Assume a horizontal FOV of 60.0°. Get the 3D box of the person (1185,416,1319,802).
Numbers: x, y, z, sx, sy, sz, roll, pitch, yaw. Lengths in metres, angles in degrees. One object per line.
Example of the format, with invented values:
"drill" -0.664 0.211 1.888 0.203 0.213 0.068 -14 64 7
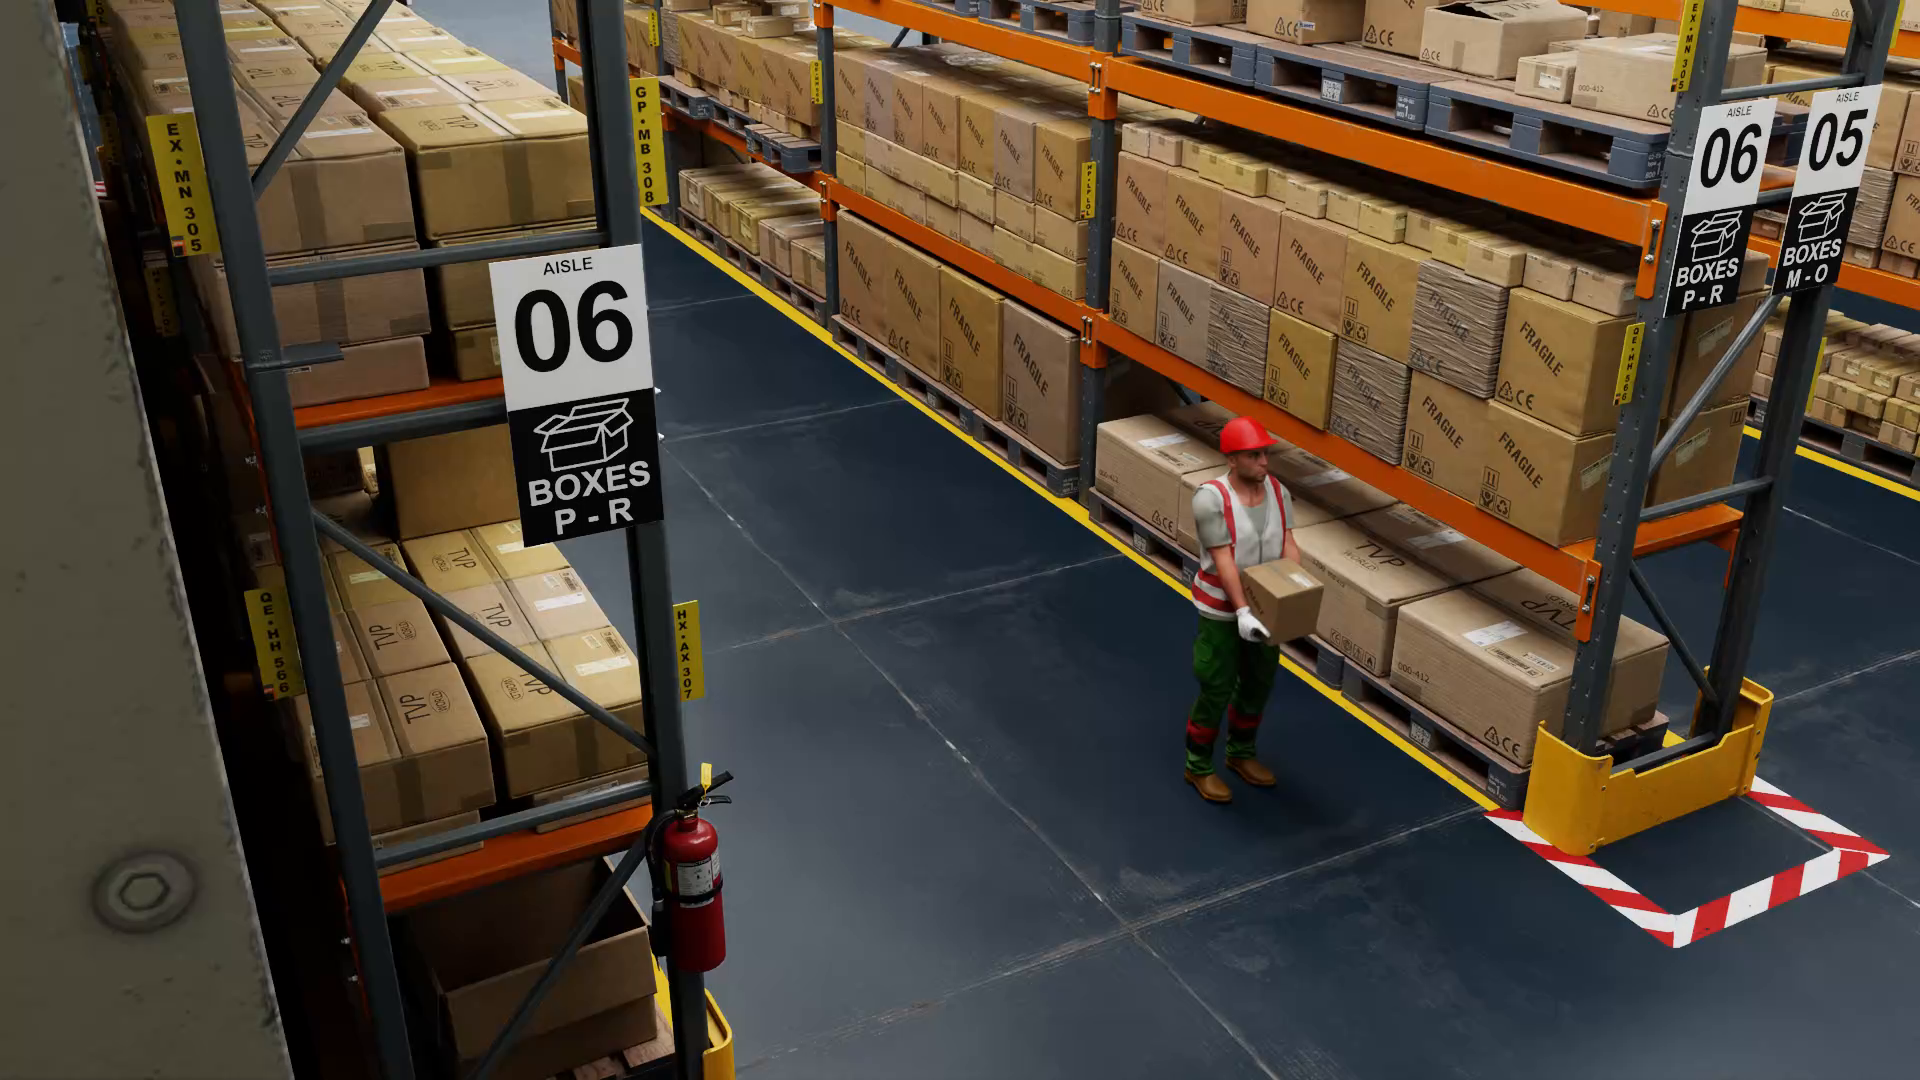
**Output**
"person" 1.299 0.345 7.357 0.494 1.782 0.569 -13 28 -26
